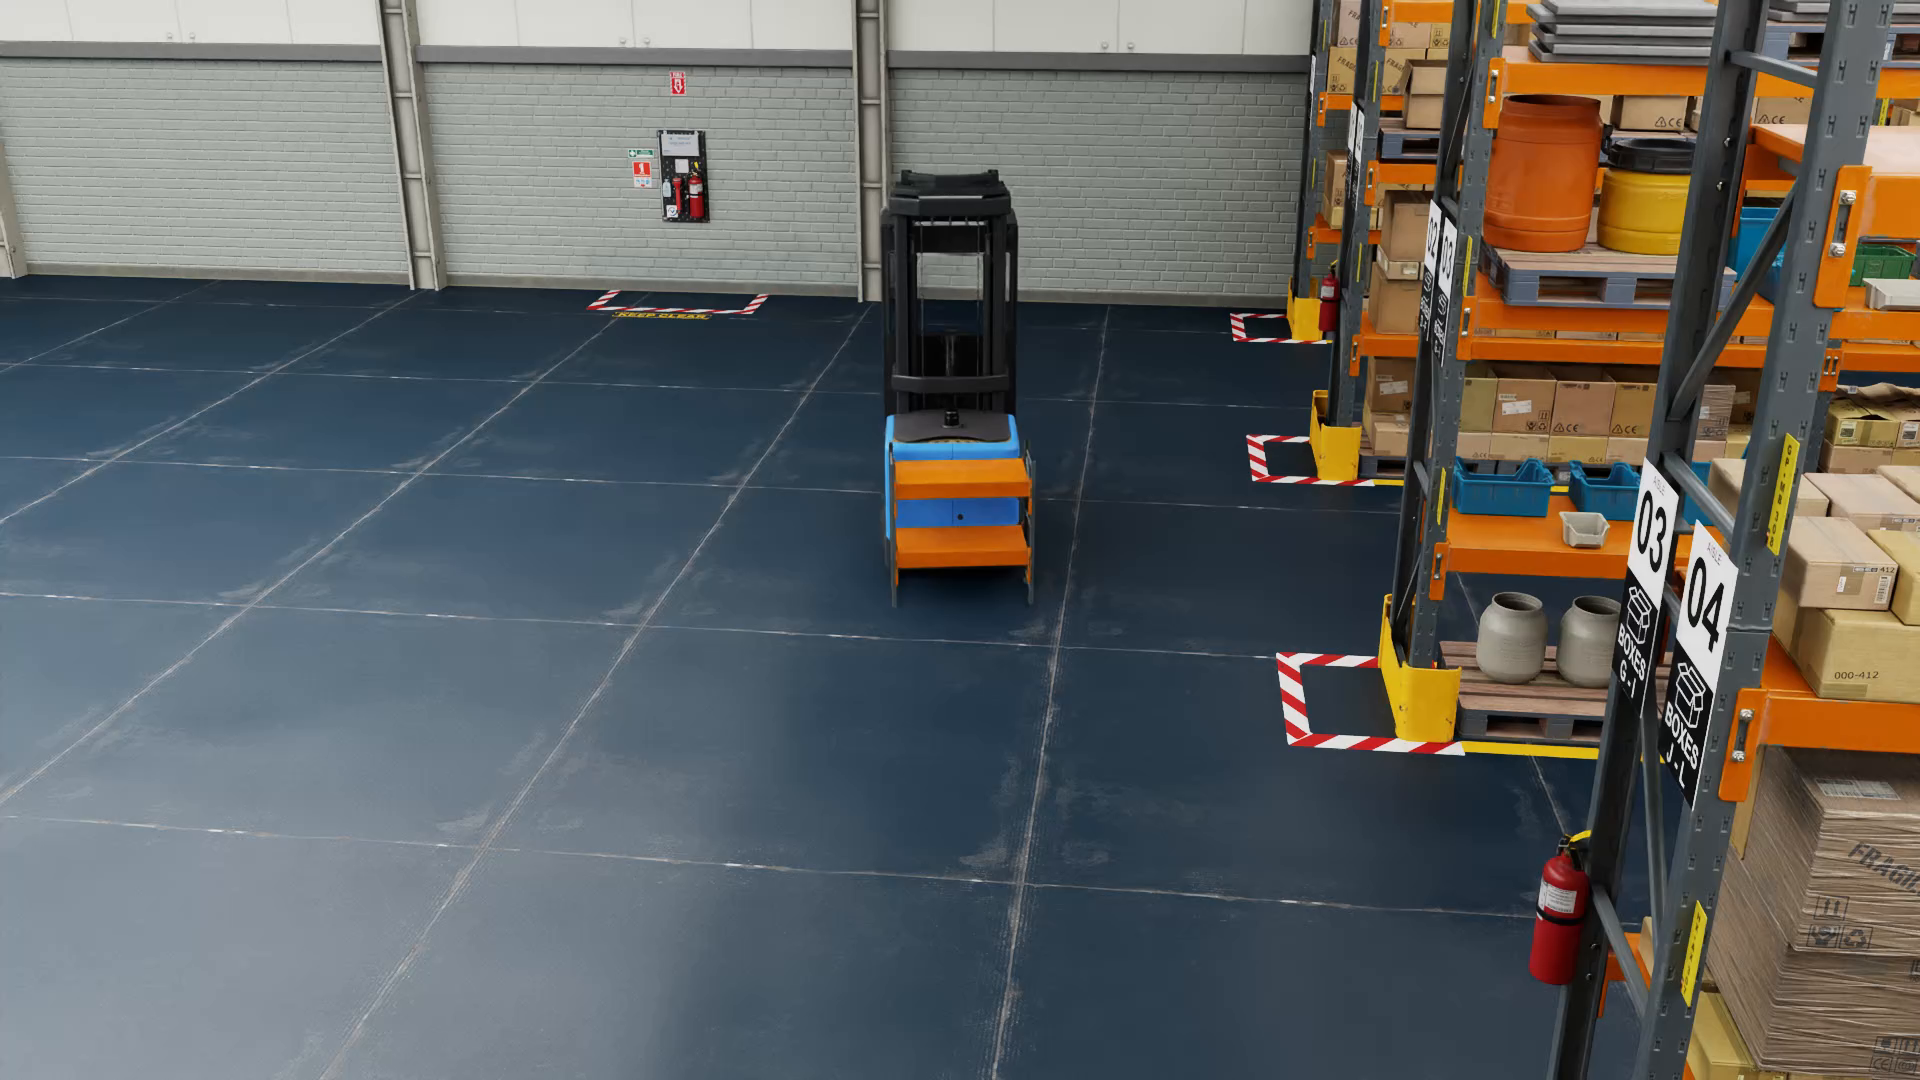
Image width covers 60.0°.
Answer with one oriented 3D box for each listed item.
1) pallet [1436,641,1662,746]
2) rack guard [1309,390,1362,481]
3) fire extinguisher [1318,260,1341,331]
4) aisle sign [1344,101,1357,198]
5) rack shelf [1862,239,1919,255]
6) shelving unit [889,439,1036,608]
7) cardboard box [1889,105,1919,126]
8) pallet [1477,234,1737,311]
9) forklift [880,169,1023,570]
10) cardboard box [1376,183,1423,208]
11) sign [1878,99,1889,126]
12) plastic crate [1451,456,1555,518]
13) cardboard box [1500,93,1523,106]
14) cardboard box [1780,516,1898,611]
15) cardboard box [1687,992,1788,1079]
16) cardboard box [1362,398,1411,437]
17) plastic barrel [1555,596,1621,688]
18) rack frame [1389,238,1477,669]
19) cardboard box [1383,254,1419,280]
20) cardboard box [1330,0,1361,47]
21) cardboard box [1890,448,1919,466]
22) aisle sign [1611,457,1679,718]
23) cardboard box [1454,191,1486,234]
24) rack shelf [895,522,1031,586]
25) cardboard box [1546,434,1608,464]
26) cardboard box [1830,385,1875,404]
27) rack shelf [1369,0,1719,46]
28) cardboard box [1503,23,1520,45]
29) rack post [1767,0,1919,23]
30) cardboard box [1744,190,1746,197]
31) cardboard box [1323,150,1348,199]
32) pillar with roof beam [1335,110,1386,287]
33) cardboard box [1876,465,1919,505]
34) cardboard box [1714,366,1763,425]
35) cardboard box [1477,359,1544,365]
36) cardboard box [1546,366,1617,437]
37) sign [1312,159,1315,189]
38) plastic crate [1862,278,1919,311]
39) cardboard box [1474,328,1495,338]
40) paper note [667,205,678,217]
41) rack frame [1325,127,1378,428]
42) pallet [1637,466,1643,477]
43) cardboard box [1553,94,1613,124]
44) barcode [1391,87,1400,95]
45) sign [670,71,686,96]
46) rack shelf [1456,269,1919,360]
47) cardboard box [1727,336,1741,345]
[{"bbox_3d":[3.791,0.990,10.809,1.213,0.211,1.003,2,22,6],"label":"pallet"},{"bbox_3d":[3.467,-0.977,15.392,0.348,0.500,1.175,2,22,6],"label":"rack guard"},{"bbox_3d":[3.428,-2.277,15.386,0.183,0.674,0.296,2,22,6],"label":"fire extinguisher"},{"bbox_3d":[3.460,-3.458,14.730,0.004,0.787,0.394,2,22,6],"label":"aisle sign"},{"bbox_3d":[10.028,-3.353,18.980,4.000,0.370,1.077,2,22,6],"label":"rack shelf"},{"bbox_3d":[0.007,-0.125,12.378,1.048,1.125,0.538,-1,22,-4],"label":"shelving unit"},{"bbox_3d":[8.074,-3.456,13.814,0.500,0.250,0.500,5,22,12],"label":"cardboard box"},{"bbox_3d":[3.714,-1.566,9.658,1.213,0.211,1.003,2,22,6],"label":"pallet"},{"bbox_3d":[-0.090,-1.625,13.724,1.130,2.935,3.031,0,22,-1],"label":"forklift"},{"bbox_3d":[4.998,-4.080,18.997,0.500,0.500,0.500,3,22,6],"label":"cardboard box"},{"bbox_3d":[7.399,-3.435,13.318,0.005,0.325,0.100,2,22,6],"label":"sign"},{"bbox_3d":[3.436,-0.349,10.604,0.616,0.251,0.499,2,22,6],"label":"plastic crate"},{"bbox_3d":[4.665,-3.771,14.420,0.500,0.250,0.500,2,22,6],"label":"cardboard box"},{"bbox_3d":[2.567,0.064,4.940,0.250,0.149,0.380,2,22,6],"label":"cardboard box"},{"bbox_3d":[2.576,1.694,5.576,0.250,0.149,0.380,2,22,6],"label":"cardboard box"},{"bbox_3d":[4.058,-1.140,15.572,0.500,0.250,0.500,2,22,6],"label":"cardboard box"},{"bbox_3d":[4.064,0.654,10.679,0.421,0.512,0.421,0,22,0],"label":"plastic barrel"},{"bbox_3d":[2.904,-0.330,10.355,0.127,3.000,1.000,2,22,6],"label":"rack frame"},{"bbox_3d":[3.855,-2.391,14.550,0.250,0.149,0.380,2,22,6],"label":"cardboard box"},{"bbox_3d":[4.424,-5.758,18.481,0.500,0.500,0.500,1,22,2],"label":"cardboard box"},{"bbox_3d":[8.342,-0.752,14.590,0.500,0.250,0.500,3,22,8],"label":"cardboard box"},{"bbox_3d":[2.295,0.157,5.587,0.004,0.787,0.394,2,22,6],"label":"aisle sign"},{"bbox_3d":[4.528,-2.741,14.551,0.500,0.500,0.700,2,22,5],"label":"cardboard box"},{"bbox_3d":[0.007,0.101,12.471,1.000,0.278,0.538,-1,22,-4],"label":"rack shelf"},{"bbox_3d":[5.486,-0.885,14.928,0.500,0.250,0.500,2,22,6],"label":"cardboard box"},{"bbox_3d":[7.899,-1.230,15.037,0.500,0.311,0.500,2,22,6],"label":"cardboard box"},{"bbox_3d":[5.477,-4.321,13.813,4.000,0.370,1.077,2,22,6],"label":"rack shelf"},{"bbox_3d":[6.058,-5.866,18.755,0.500,0.500,0.500,2,22,6],"label":"cardboard box"},{"bbox_3d":[4.832,-3.013,9.083,0.954,0.300,0.937,2,22,5],"label":"rack post"},{"bbox_3d":[8.544,-3.991,18.880,0.500,0.500,0.700,3,22,6],"label":"cardboard box"},{"bbox_3d":[4.563,-4.293,19.535,0.500,0.500,0.500,2,22,6],"label":"cardboard box"},{"bbox_3d":[4.360,-5.451,15.148,0.400,9.000,9.100,2,22,6],"label":"pillar with roof beam"},{"bbox_3d":[3.163,-0.109,5.376,0.250,0.149,0.380,2,22,4],"label":"cardboard box"},{"bbox_3d":[7.039,-1.365,15.122,0.500,0.500,0.500,2,22,6],"label":"cardboard box"},{"bbox_3d":[5.053,-1.452,15.340,0.500,0.500,0.500,2,22,6],"label":"cardboard box"},{"bbox_3d":[5.486,-1.234,14.789,0.500,0.500,0.500,2,22,6],"label":"cardboard box"},{"bbox_3d":[4.006,-4.152,18.844,0.005,0.325,0.100,2,22,6],"label":"sign"},{"bbox_3d":[5.235,-1.351,9.217,0.396,0.136,0.243,2,22,6],"label":"plastic crate"},{"bbox_3d":[4.475,-2.139,14.795,0.500,0.500,0.700,3,22,8],"label":"cardboard box"},{"bbox_3d":[-3.709,-4.237,21.434,0.142,0.148,0.016,2,22,6],"label":"paper note"},{"bbox_3d":[3.491,-2.139,14.929,0.127,3.000,1.000,2,22,6],"label":"rack frame"},{"bbox_3d":[6.678,-0.719,15.130,1.213,0.211,1.003,2,22,6],"label":"pallet"},{"bbox_3d":[5.108,-3.669,13.822,0.500,0.500,0.500,2,22,6],"label":"cardboard box"},{"bbox_3d":[3.847,-3.967,14.684,0.075,0.075,0.001,2,22,6],"label":"barcode"},{"bbox_3d":[-3.537,-5.728,20.856,0.199,0.298,0.001,2,22,6],"label":"sign"},{"bbox_3d":[4.890,-1.304,9.717,4.000,0.370,1.077,2,22,6],"label":"rack shelf"},{"bbox_3d":[6.497,-2.049,14.568,0.500,0.500,0.700,2,22,6],"label":"cardboard box"}]
